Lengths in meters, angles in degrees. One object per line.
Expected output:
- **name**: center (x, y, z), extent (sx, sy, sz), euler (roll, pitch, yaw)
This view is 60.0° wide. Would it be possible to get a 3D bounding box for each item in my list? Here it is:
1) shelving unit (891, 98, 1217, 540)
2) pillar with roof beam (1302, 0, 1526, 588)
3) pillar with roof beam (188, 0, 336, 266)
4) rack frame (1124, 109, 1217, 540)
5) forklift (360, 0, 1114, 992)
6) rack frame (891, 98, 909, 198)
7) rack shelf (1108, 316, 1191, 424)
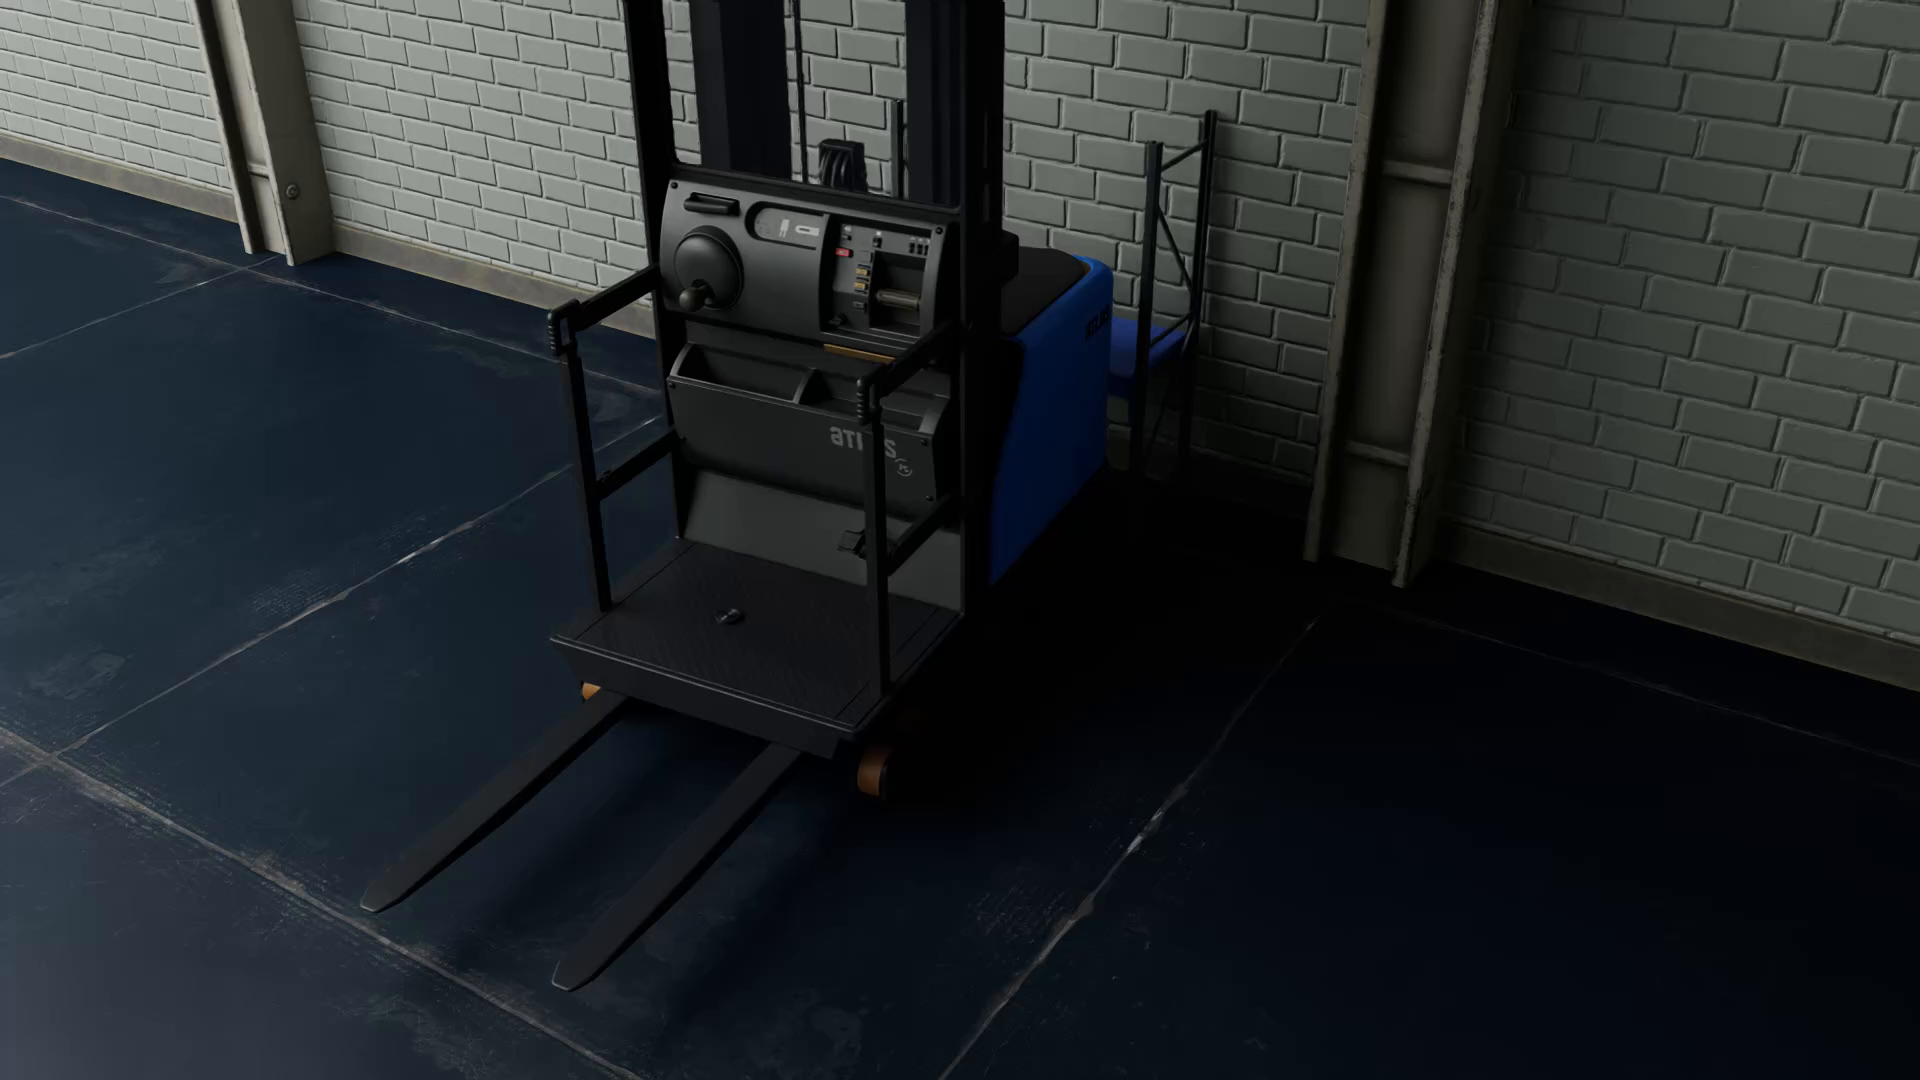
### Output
- **shelving unit**: center (0.326, -0.891, 6.276), extent (1.048, 1.500, 0.538), euler (17, 33, 26)
- **pillar with roof beam**: center (-0.779, -1.994, 0.737), extent (0.400, 9.000, 9.100), euler (18, 35, 27)
- **pillar with roof beam**: center (-5.861, -3.601, 3.492), extent (0.400, 9.000, 9.100), euler (18, 35, 27)
- **rack frame**: center (0.762, -0.760, 6.050), extent (0.032, 1.500, 0.500), euler (17, 33, 26)
- **forklift**: center (-0.556, -0.755, 4.636), extent (1.130, 2.935, 3.031), euler (14, 33, 23)
- **rack frame**: center (-0.111, -1.022, 6.501), extent (0.032, 1.500, 0.500), euler (17, 33, 26)
- **rack shelf**: center (0.324, -0.734, 6.364), extent (1.000, 0.185, 0.538), euler (17, 33, 26)
